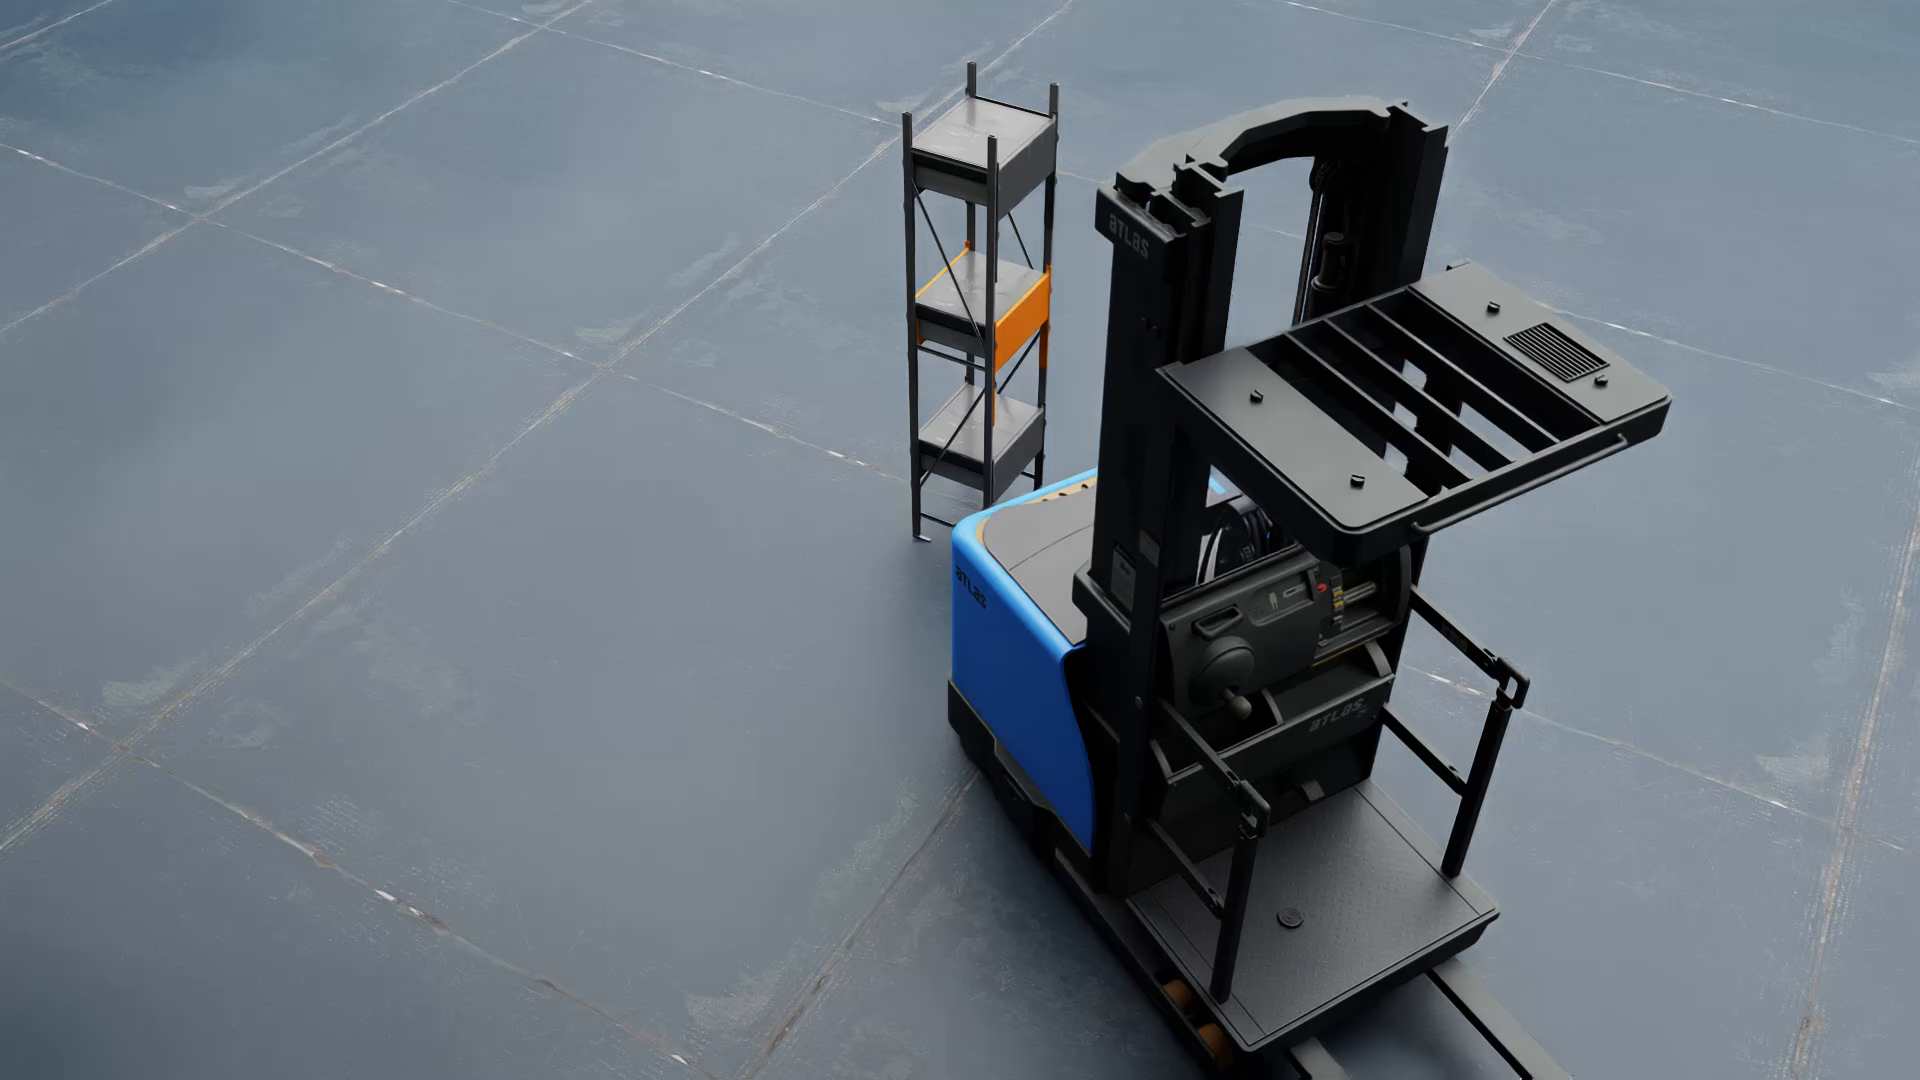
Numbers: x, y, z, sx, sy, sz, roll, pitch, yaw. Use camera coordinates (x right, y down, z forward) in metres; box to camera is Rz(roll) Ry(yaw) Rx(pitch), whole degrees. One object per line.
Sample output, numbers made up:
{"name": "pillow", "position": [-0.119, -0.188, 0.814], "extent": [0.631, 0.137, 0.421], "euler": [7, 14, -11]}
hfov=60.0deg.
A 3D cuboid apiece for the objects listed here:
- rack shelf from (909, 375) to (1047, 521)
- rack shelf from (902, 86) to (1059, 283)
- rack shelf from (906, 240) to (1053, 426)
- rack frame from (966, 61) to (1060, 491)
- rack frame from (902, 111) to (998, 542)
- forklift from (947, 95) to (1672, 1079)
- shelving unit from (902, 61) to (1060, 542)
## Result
{"name": "rack shelf", "position": [0.083, -0.347, 7.451], "extent": [0.431, 0.518, 0.480], "euler": [21, 45, 22]}
{"name": "rack shelf", "position": [0.083, -1.398, 6.526], "extent": [0.431, 0.518, 0.480], "euler": [21, 45, 22]}
{"name": "rack shelf", "position": [0.083, -0.872, 6.988], "extent": [0.431, 0.518, 0.480], "euler": [21, 45, 22]}
{"name": "rack frame", "position": [0.205, -1.022, 7.138], "extent": [0.400, 2.100, 0.015], "euler": [21, 45, 22]}
{"name": "rack frame", "position": [-0.039, -0.743, 6.821], "extent": [0.400, 2.100, 0.015], "euler": [21, 45, 22]}
{"name": "forklift", "position": [1.126, 0.324, 4.980], "extent": [1.130, 2.935, 3.031], "euler": [-21, 46, -22]}
{"name": "shelving unit", "position": [0.083, -0.883, 6.979], "extent": [0.431, 2.100, 0.503], "euler": [21, 45, 22]}
